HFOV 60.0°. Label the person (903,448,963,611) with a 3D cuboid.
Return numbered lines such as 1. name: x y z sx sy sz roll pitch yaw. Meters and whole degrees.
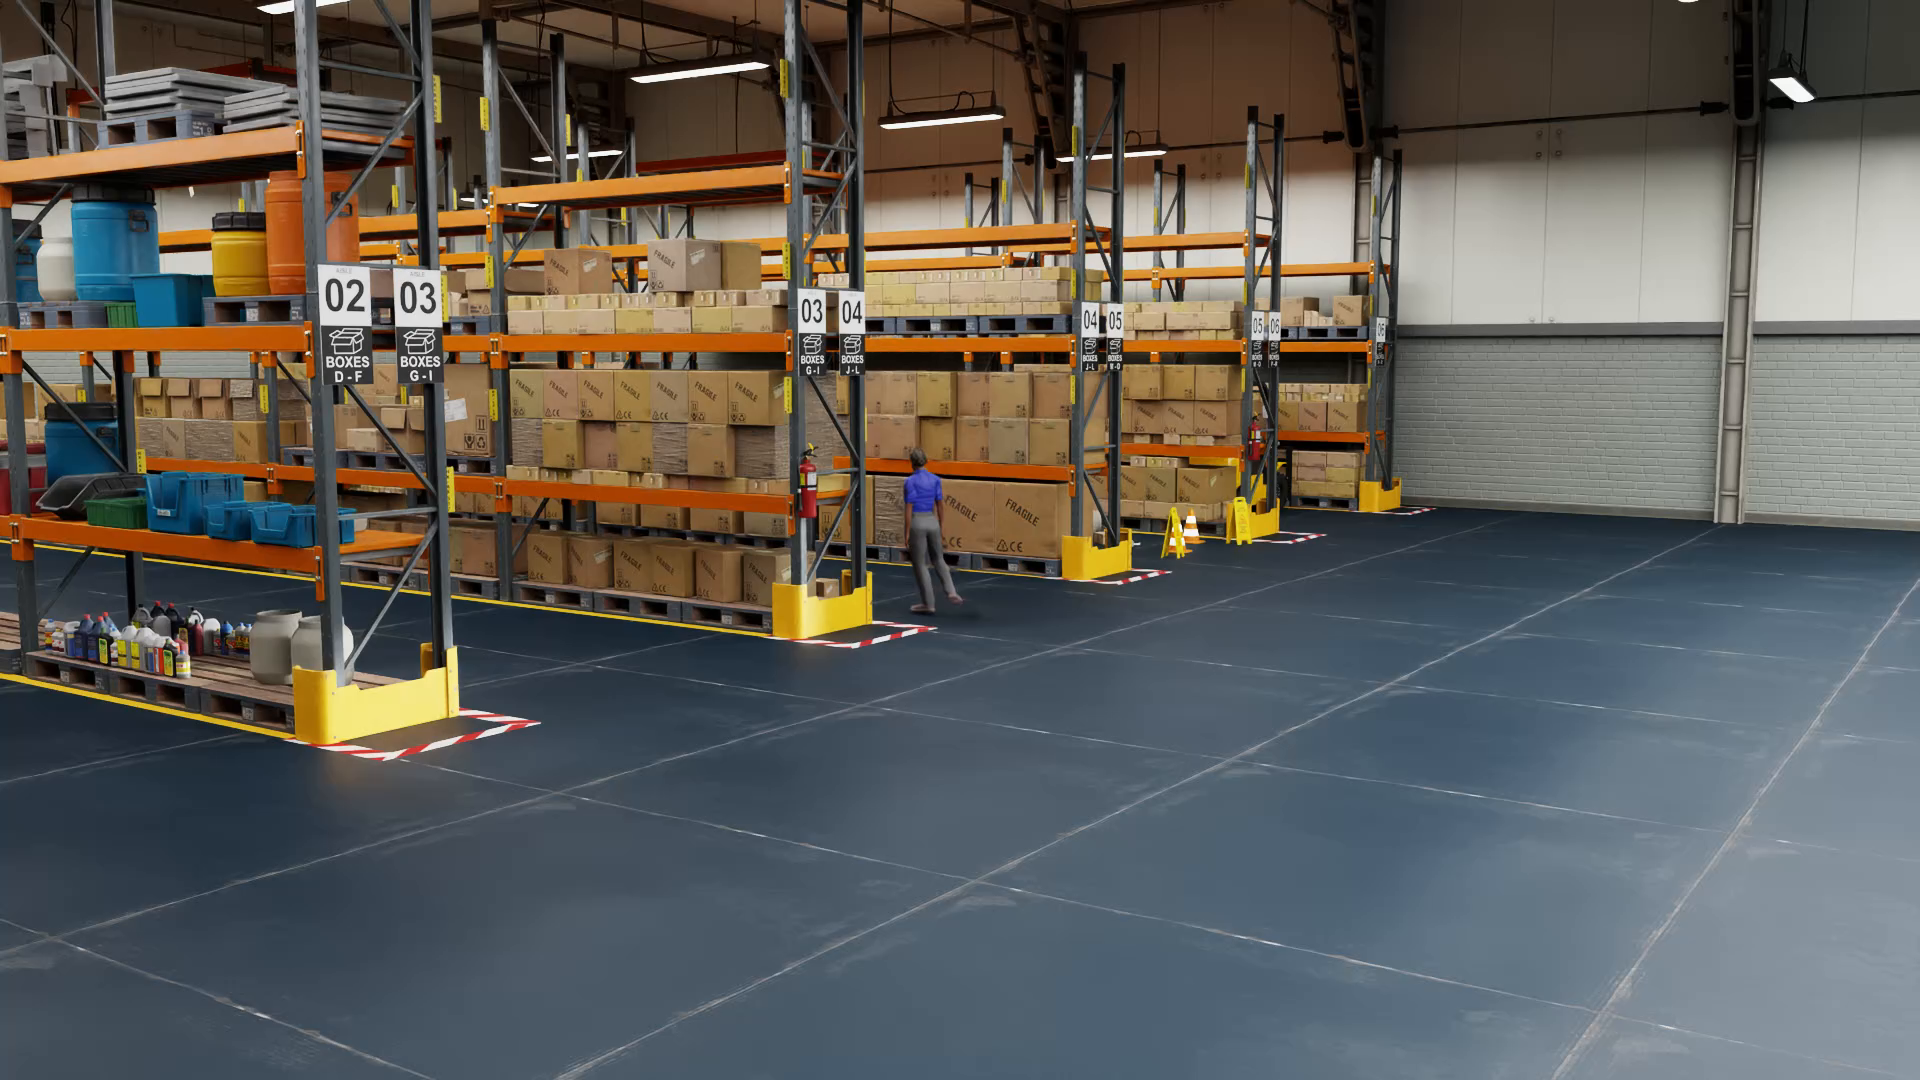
1. person: -0.286 -0.097 16.784 0.610 1.651 0.469 -4 8 -34
